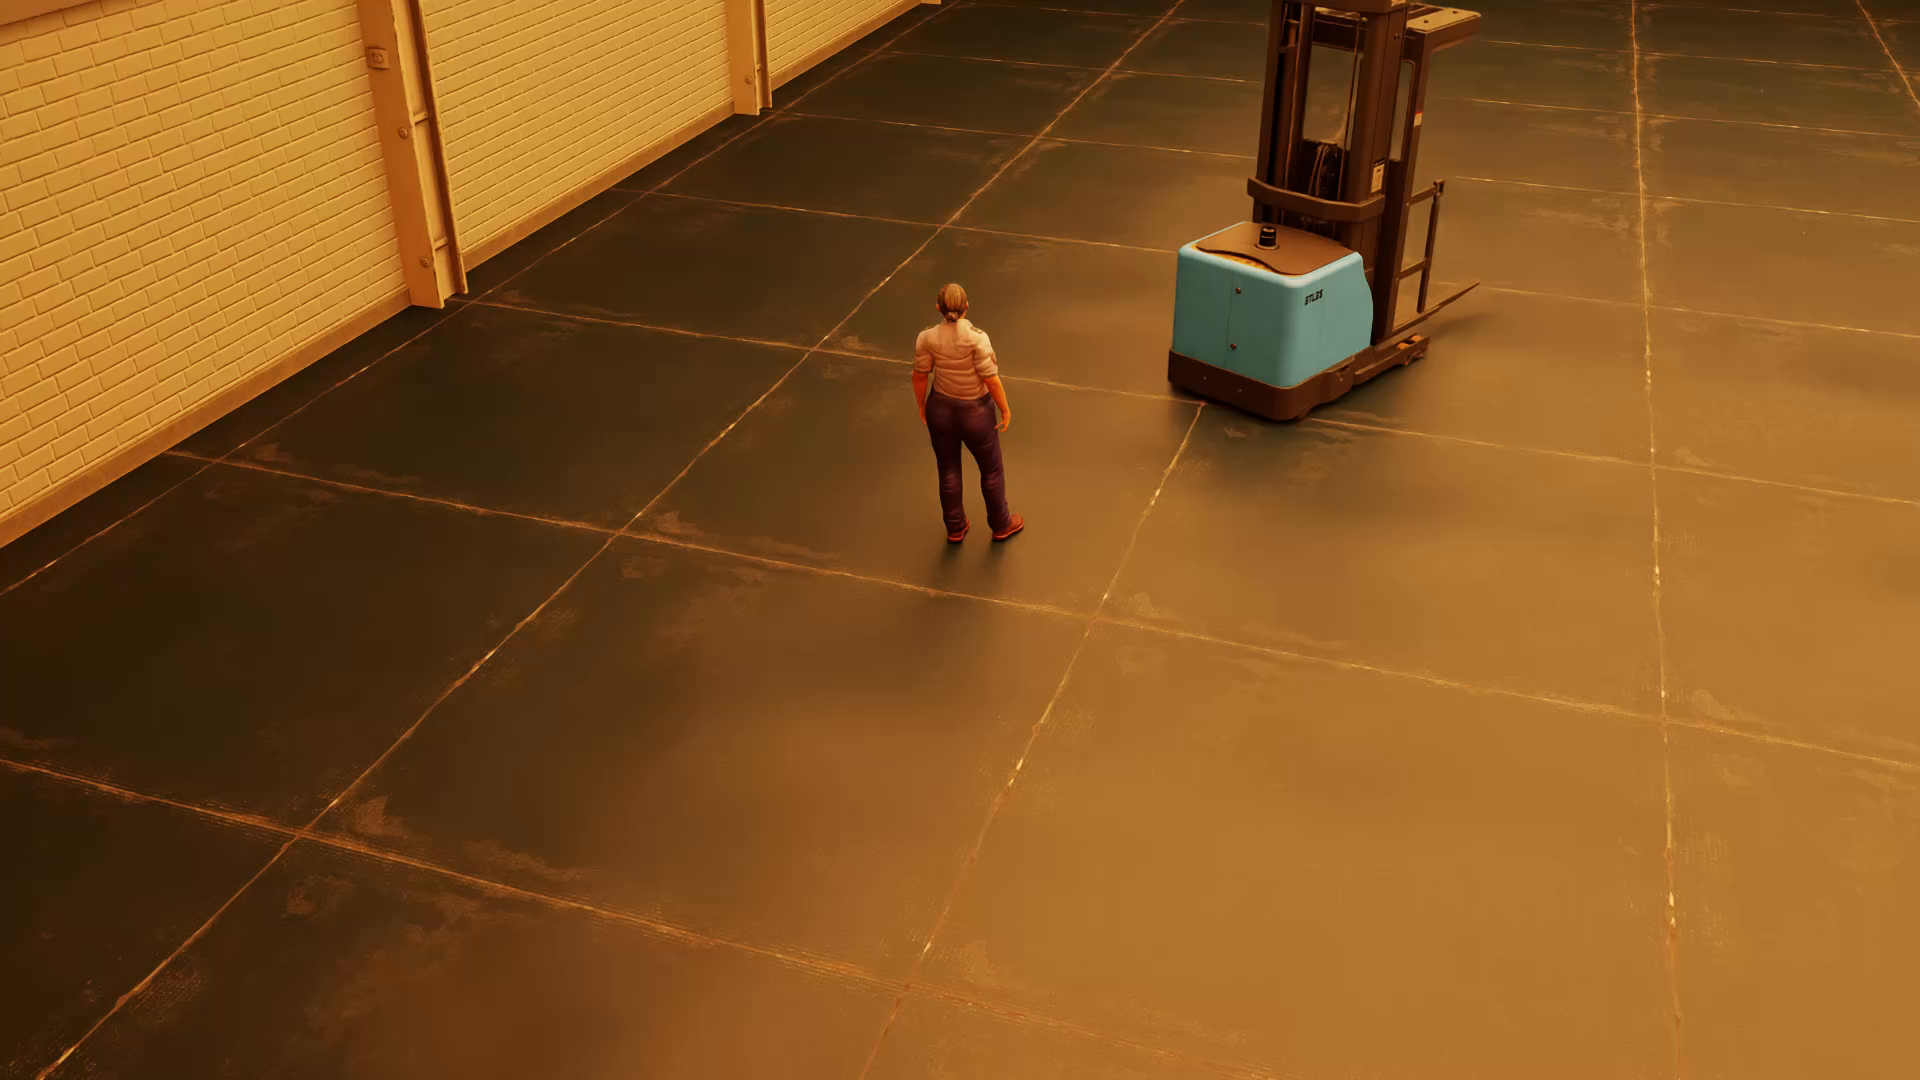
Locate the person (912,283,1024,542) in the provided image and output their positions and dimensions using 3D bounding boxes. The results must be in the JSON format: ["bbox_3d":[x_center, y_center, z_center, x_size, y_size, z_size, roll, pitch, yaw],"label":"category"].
[{"bbox_3d":[0.051,-0.761,9.751,0.598,1.651,0.504,10,31,16],"label":"person"}]

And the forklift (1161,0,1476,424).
[{"bbox_3d":[2.824,-2.702,11.876,1.130,2.935,3.031,25,38,37],"label":"forklift"}]
